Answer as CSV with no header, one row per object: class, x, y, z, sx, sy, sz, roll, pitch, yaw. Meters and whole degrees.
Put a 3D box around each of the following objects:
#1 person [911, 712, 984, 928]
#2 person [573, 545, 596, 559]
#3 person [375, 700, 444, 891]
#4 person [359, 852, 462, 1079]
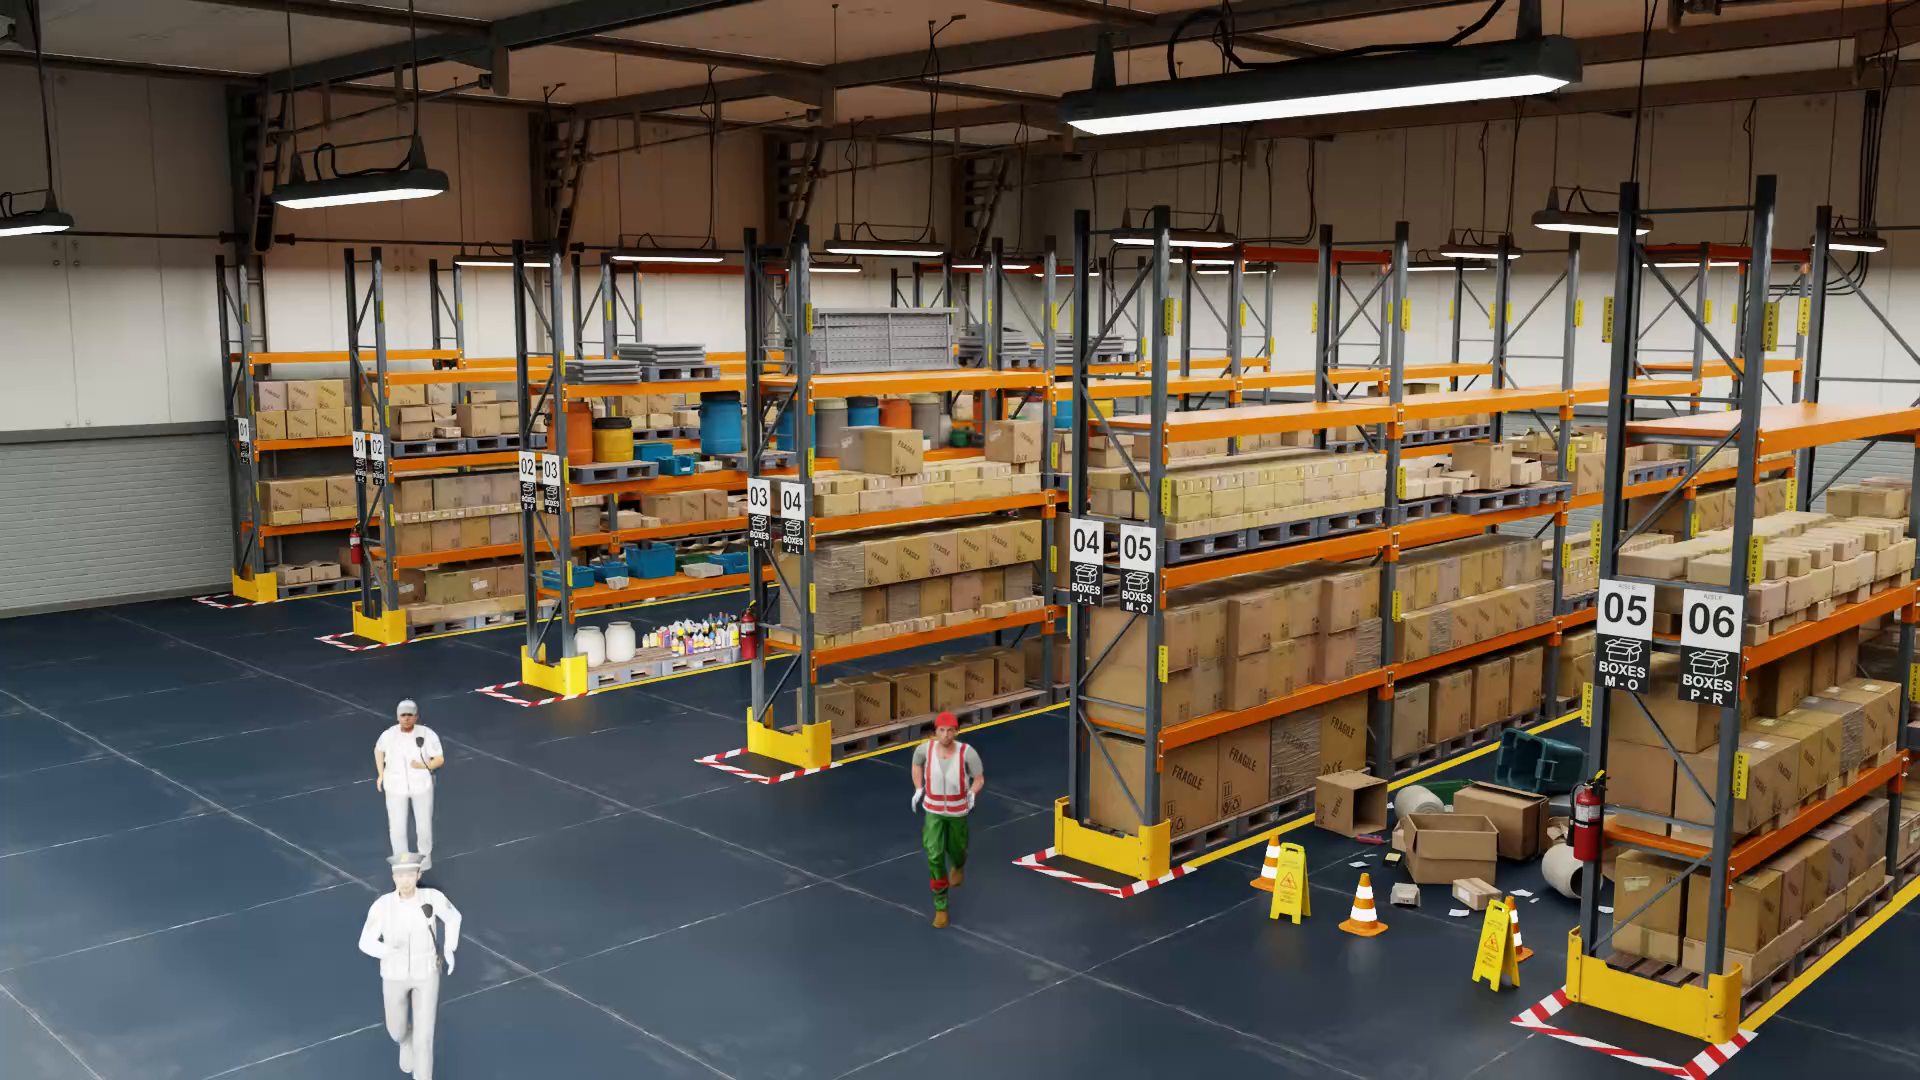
person,-0.108,2.297,14.165,0.630,1.772,0.951,1,8,4
person,-6.750,0.082,30.062,0.645,1.675,0.580,6,10,37
person,-4.886,2.249,14.791,0.591,1.695,0.878,-2,8,-17
person,-3.538,2.807,10.743,0.615,1.674,0.928,-2,8,-13
